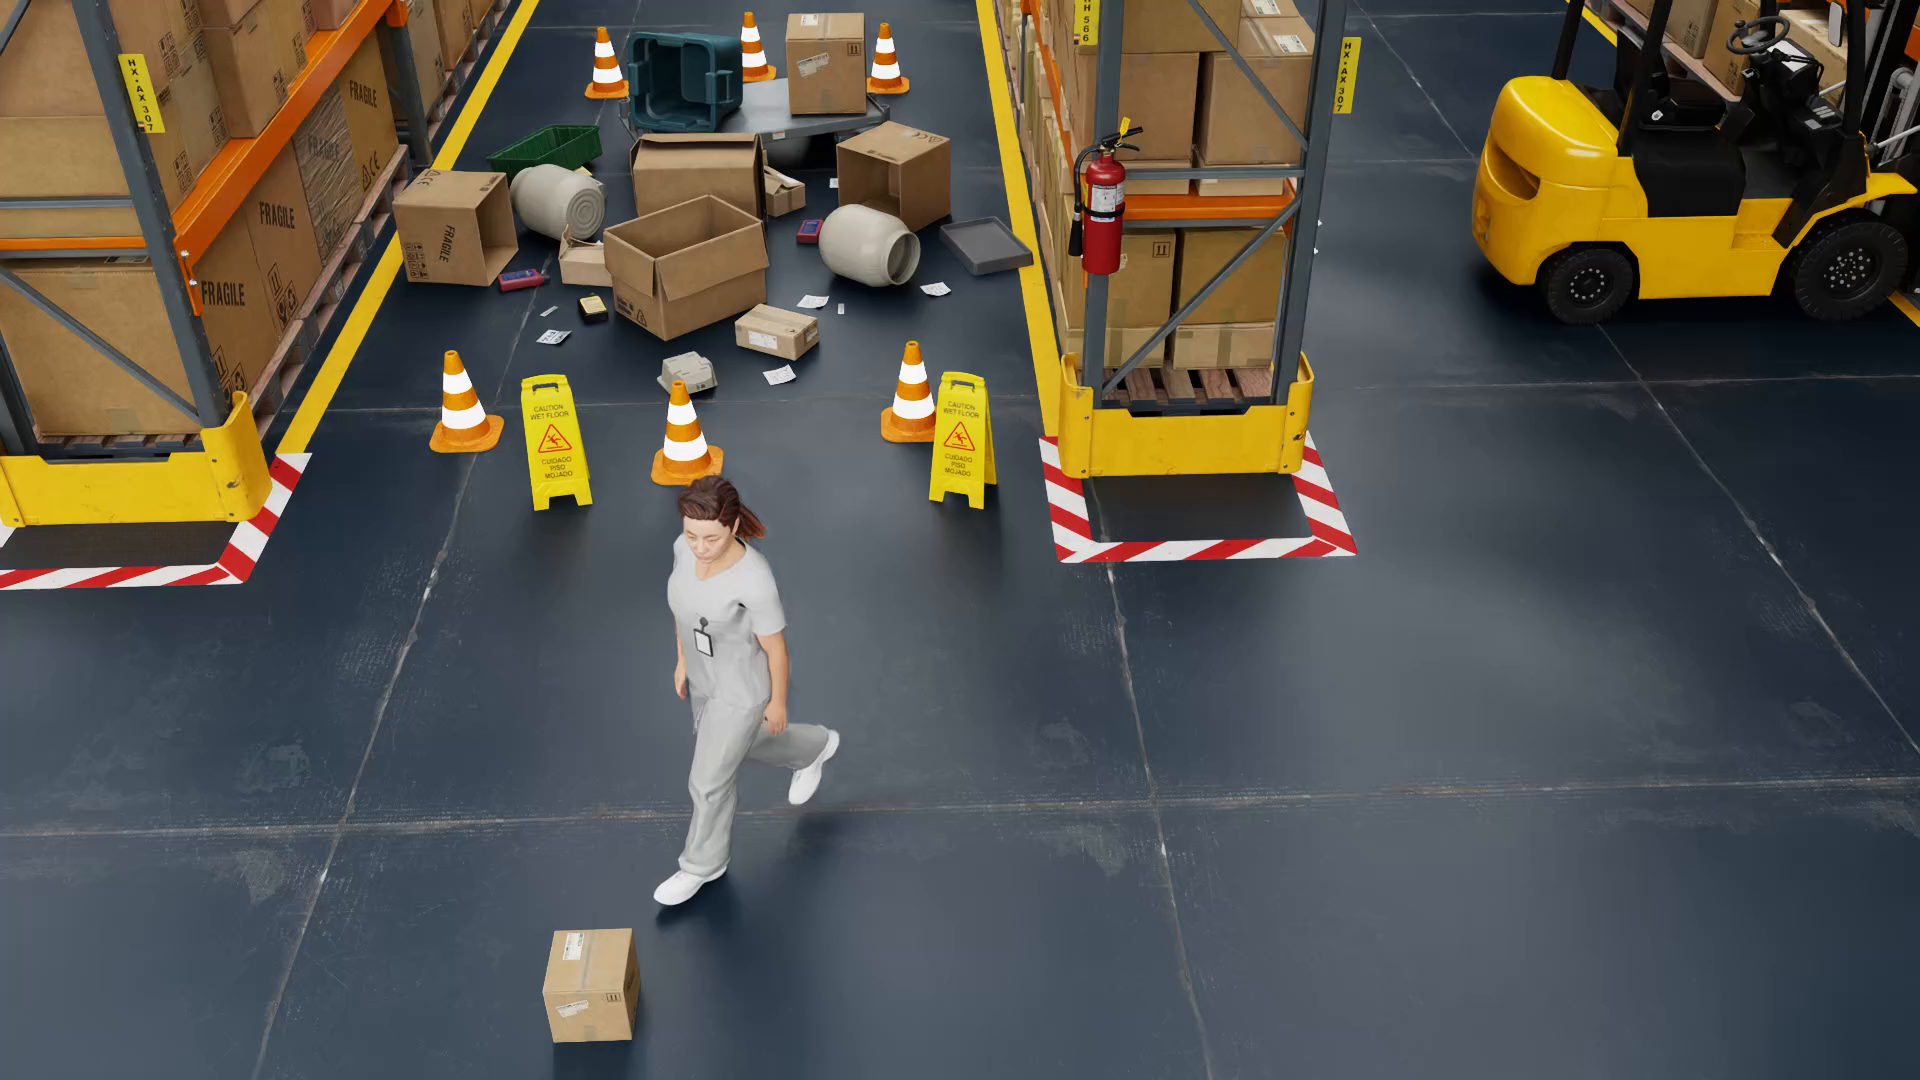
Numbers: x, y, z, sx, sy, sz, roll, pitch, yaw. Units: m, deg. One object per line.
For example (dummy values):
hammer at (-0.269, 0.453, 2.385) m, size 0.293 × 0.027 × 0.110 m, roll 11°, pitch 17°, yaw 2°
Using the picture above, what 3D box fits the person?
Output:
person at (-0.719, 0.450, 5.508) m, size 0.858 × 1.651 × 0.451 m, roll -26°, pitch 43°, yaw -32°
